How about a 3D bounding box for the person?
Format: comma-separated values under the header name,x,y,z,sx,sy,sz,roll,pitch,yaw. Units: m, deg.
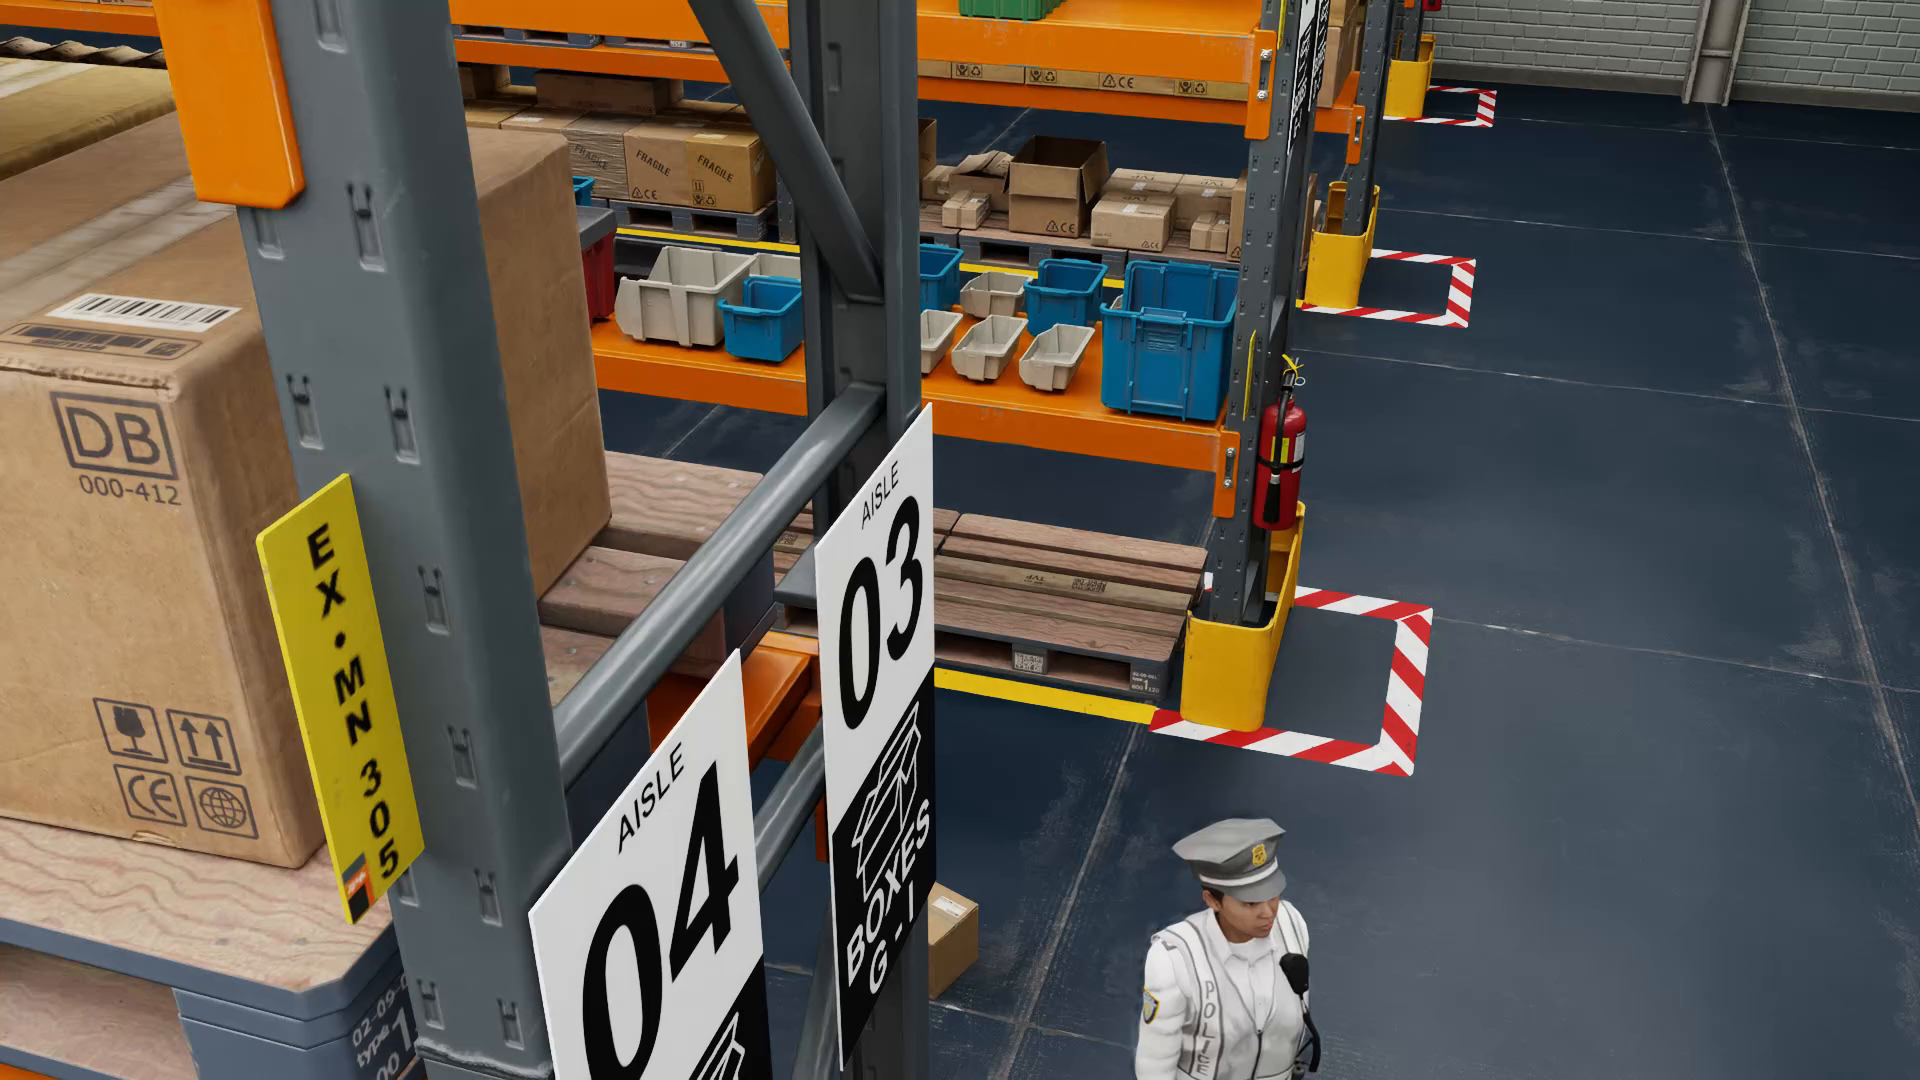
name,x,y,z,sx,sy,sz,roll,pitch,yaw
person,0.656,1.398,4.092,0.485,1.630,0.987,-8,30,-14
